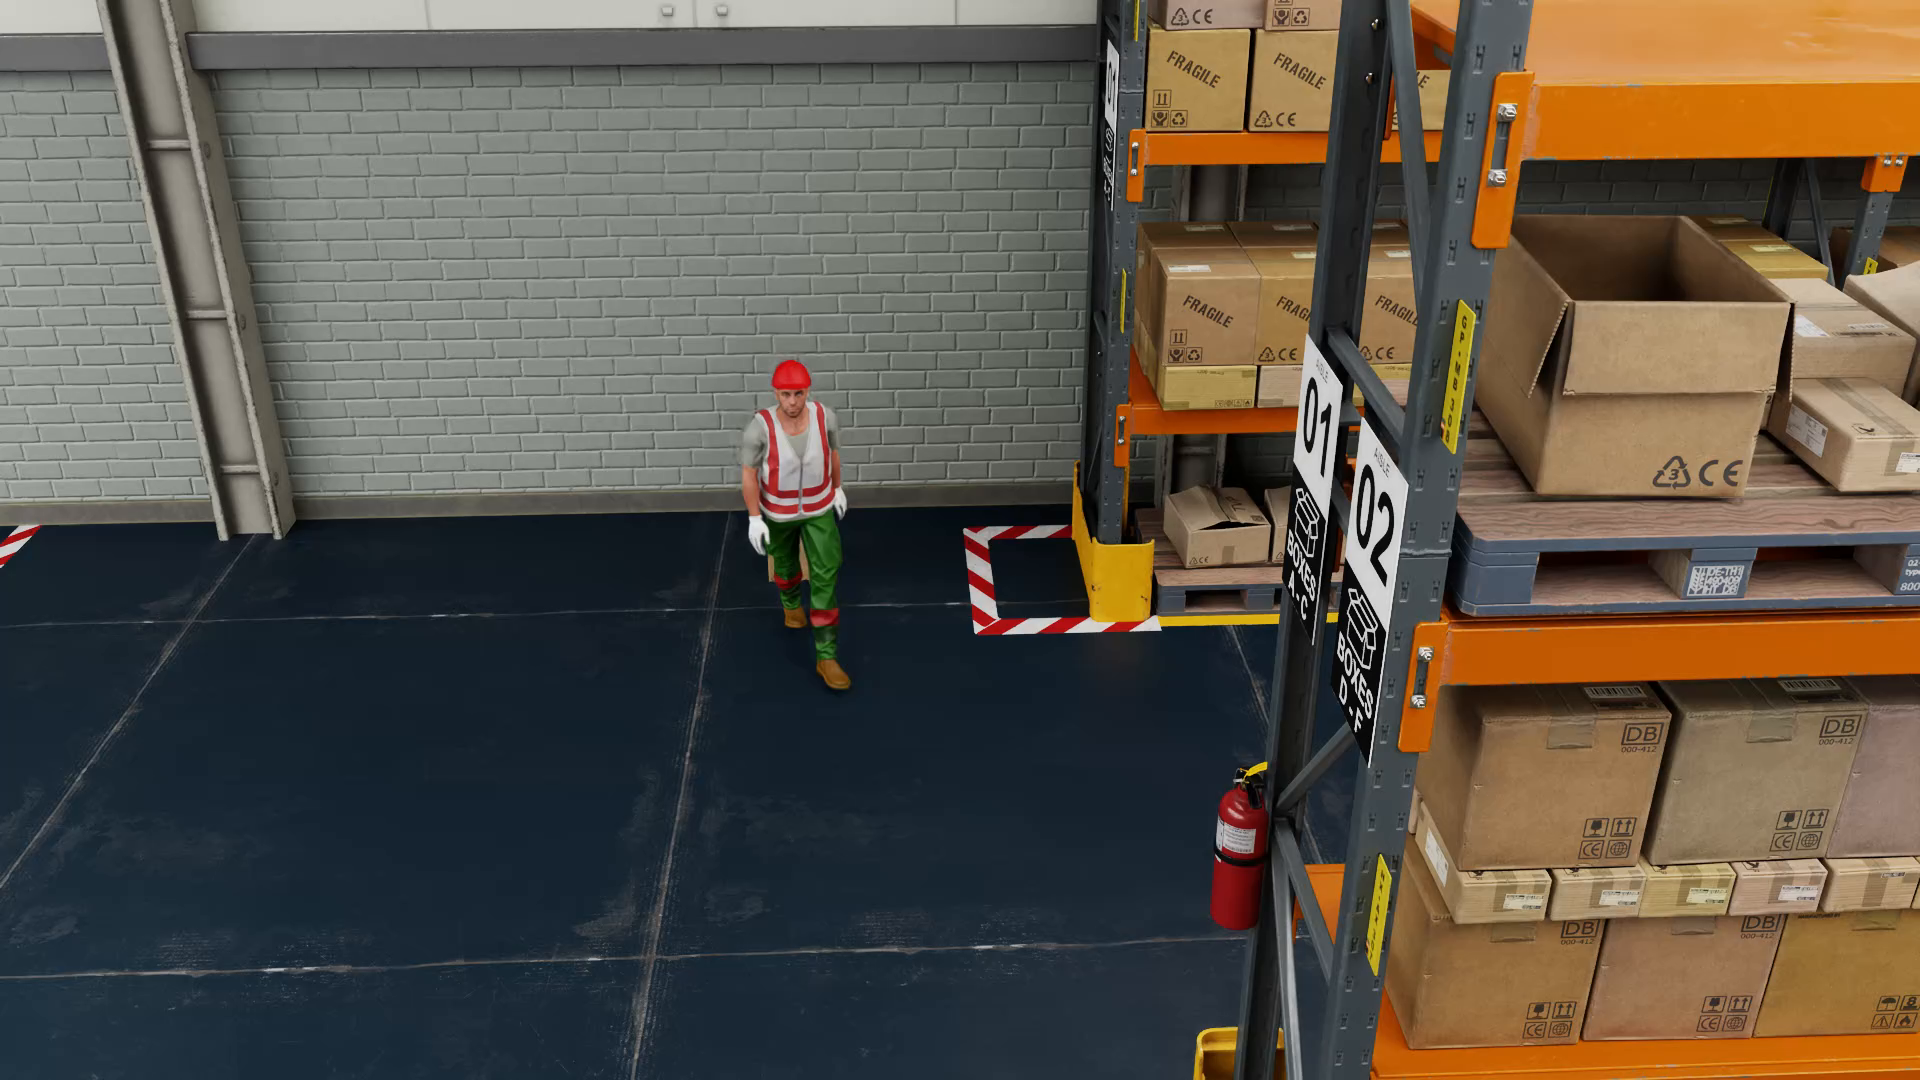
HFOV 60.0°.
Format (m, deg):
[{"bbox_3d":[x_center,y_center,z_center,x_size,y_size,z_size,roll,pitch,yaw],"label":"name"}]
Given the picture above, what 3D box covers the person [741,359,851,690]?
[{"bbox_3d":[-0.862,-0.152,8.865,0.579,1.723,0.989,-5,28,-10],"label":"person"}]
